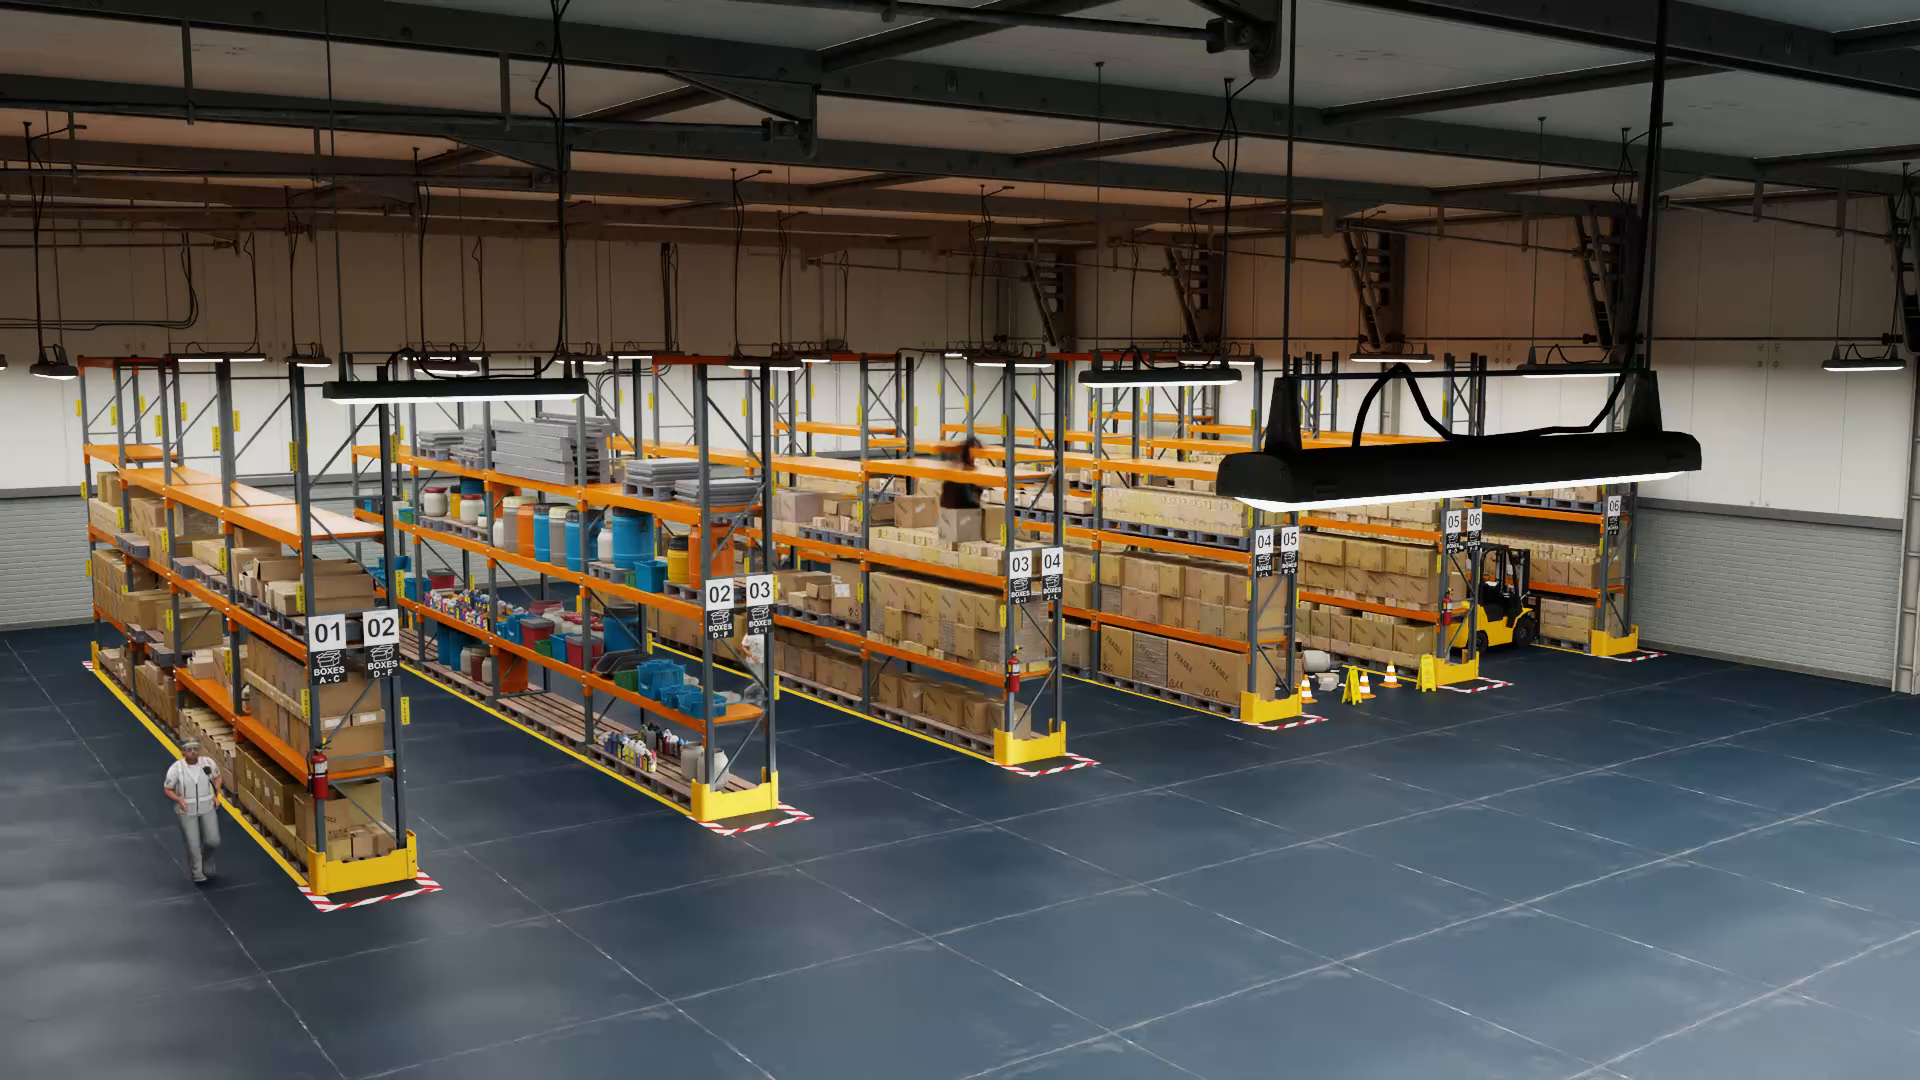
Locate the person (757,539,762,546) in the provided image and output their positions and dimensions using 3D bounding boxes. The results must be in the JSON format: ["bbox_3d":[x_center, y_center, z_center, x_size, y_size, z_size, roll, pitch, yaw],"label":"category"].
[{"bbox_3d":[-4.936,0.544,41.555,0.743,1.559,0.620,-4,8,-31],"label":"person"}]

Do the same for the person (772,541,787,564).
[{"bbox_3d":[-4.588,0.459,41.869,0.496,1.639,0.675,-6,9,-42],"label":"person"}]

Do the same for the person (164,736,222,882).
[{"bbox_3d":[-8.862,3.127,19.311,0.638,1.737,0.586,-5,8,-34],"label":"person"}]

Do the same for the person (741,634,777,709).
[{"bbox_3d":[-3.412,2.094,28.365,0.543,1.620,0.588,6,9,41],"label":"person"}]
